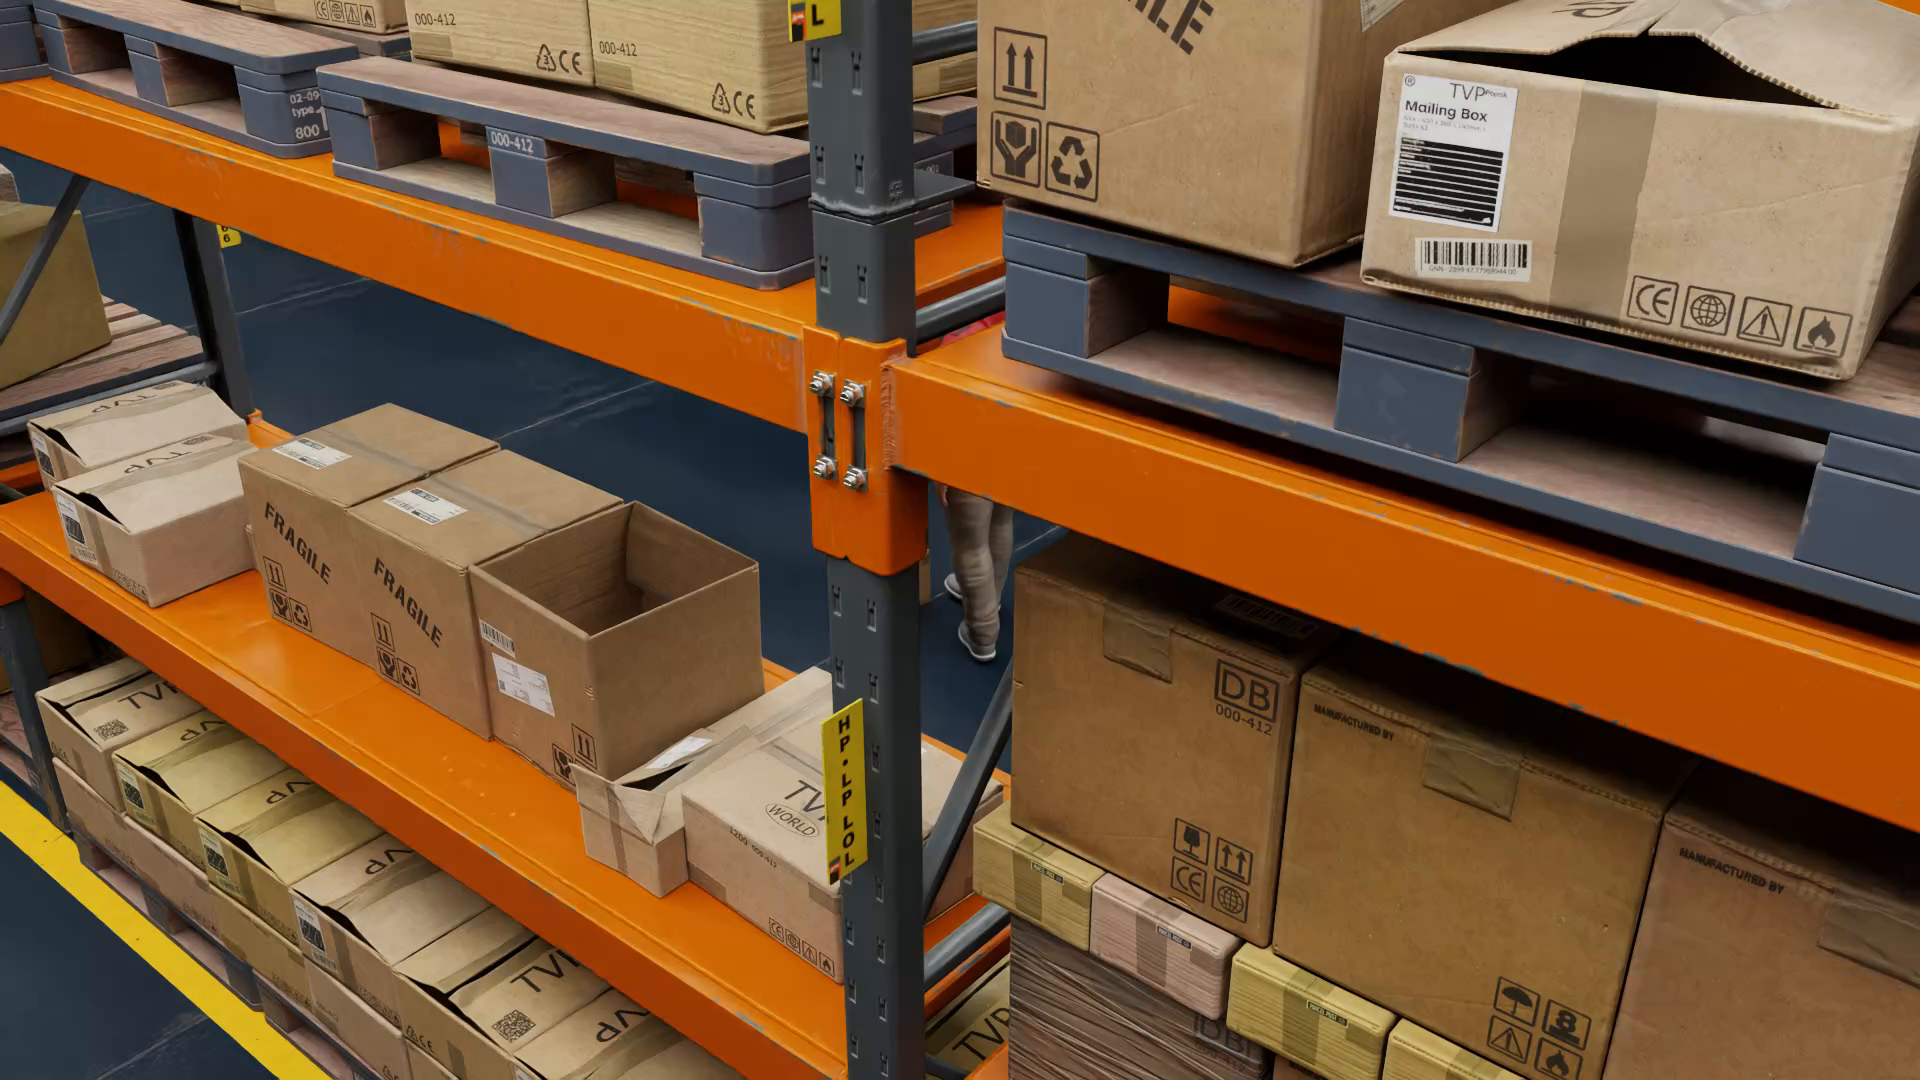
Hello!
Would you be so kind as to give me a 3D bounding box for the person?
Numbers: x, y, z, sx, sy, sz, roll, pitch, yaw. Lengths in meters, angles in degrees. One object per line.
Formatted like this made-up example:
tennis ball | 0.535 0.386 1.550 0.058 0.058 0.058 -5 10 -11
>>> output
person | 0.026 -0.392 6.889 0.541 1.719 0.620 -21 34 -35
